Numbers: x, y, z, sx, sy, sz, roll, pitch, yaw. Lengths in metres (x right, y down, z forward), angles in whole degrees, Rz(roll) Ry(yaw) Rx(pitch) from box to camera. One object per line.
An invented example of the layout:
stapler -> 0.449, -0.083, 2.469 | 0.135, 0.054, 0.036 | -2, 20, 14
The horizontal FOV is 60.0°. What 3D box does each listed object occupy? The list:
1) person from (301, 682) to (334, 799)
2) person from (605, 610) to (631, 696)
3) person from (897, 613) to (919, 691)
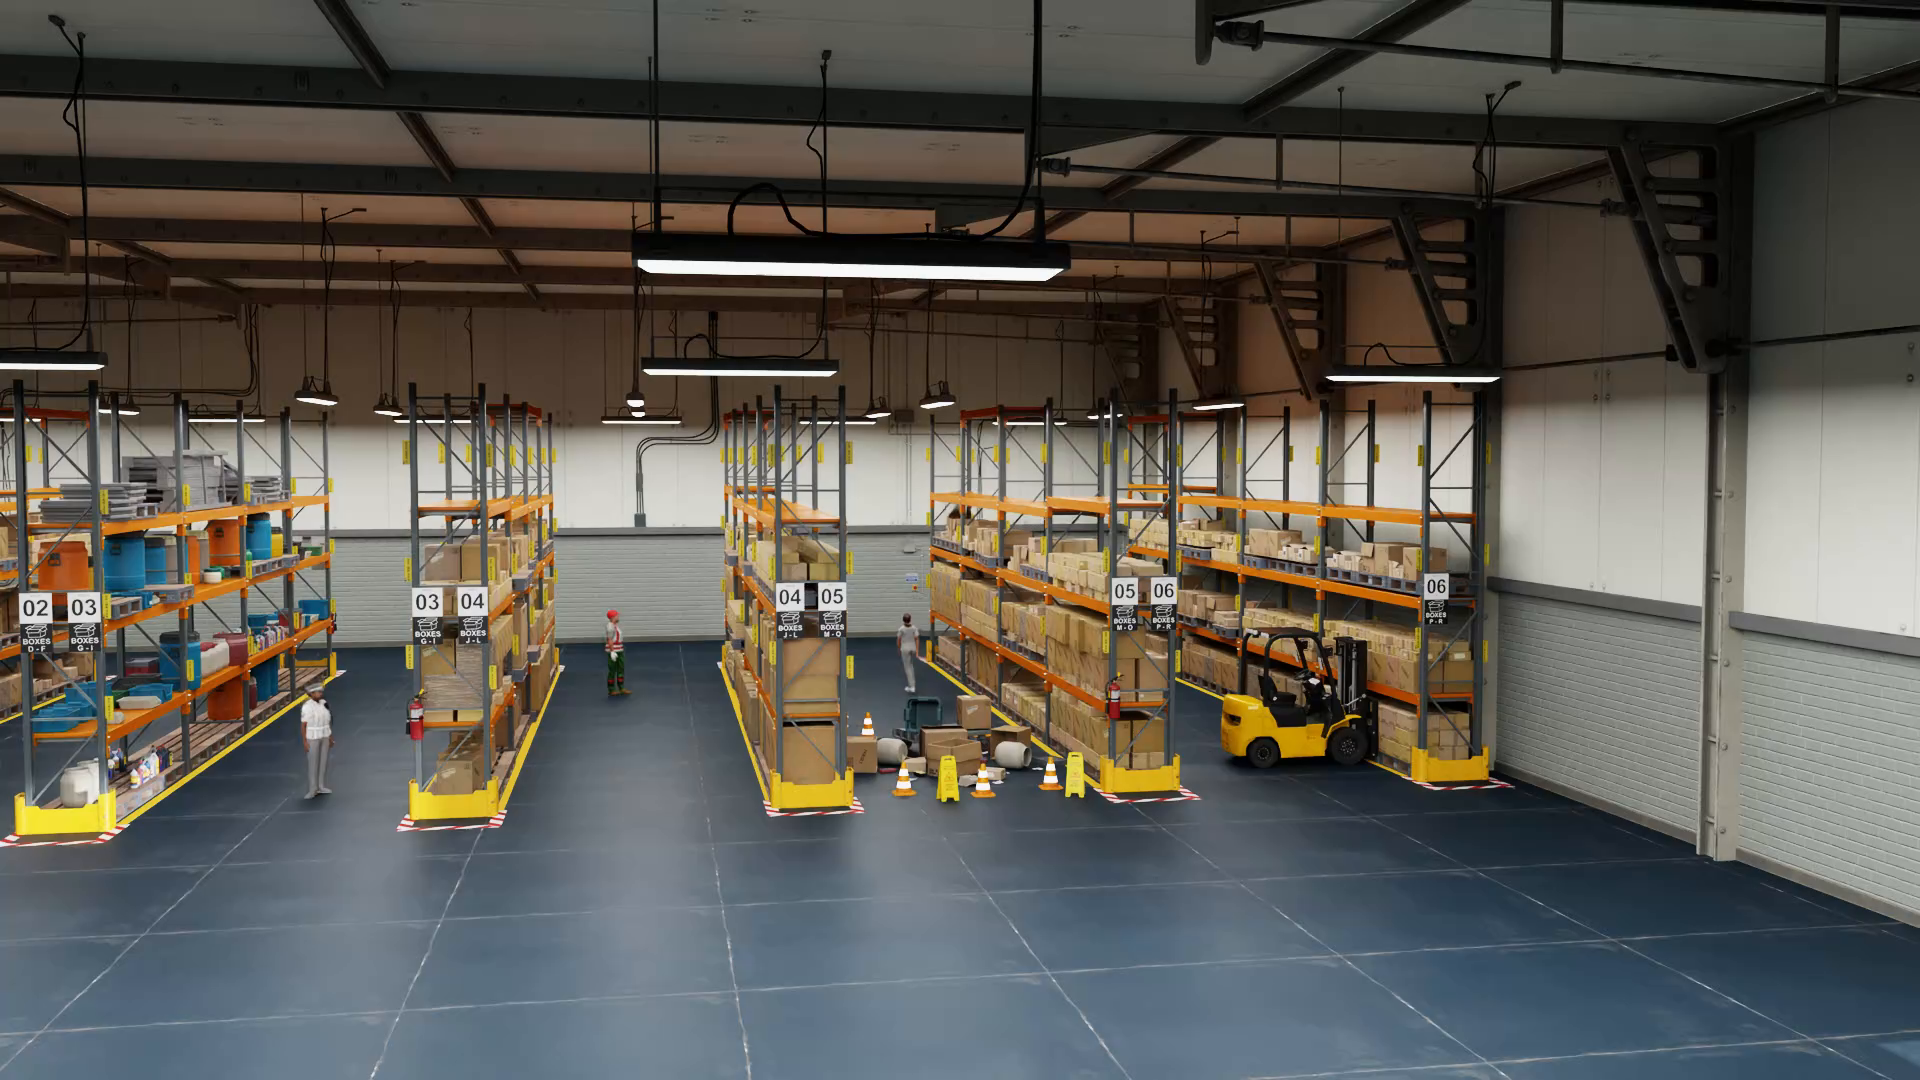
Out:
person -> -9.474, 2.928, 24.479 | 0.359, 1.698, 0.538 | 1, 3, 26
person -> -7.194, 2.350, 34.824 | 0.478, 1.792, 0.600 | 1, 3, 18
person -> -1.126, 2.356, 35.253 | 0.464, 1.646, 0.687 | -2, 3, -31
